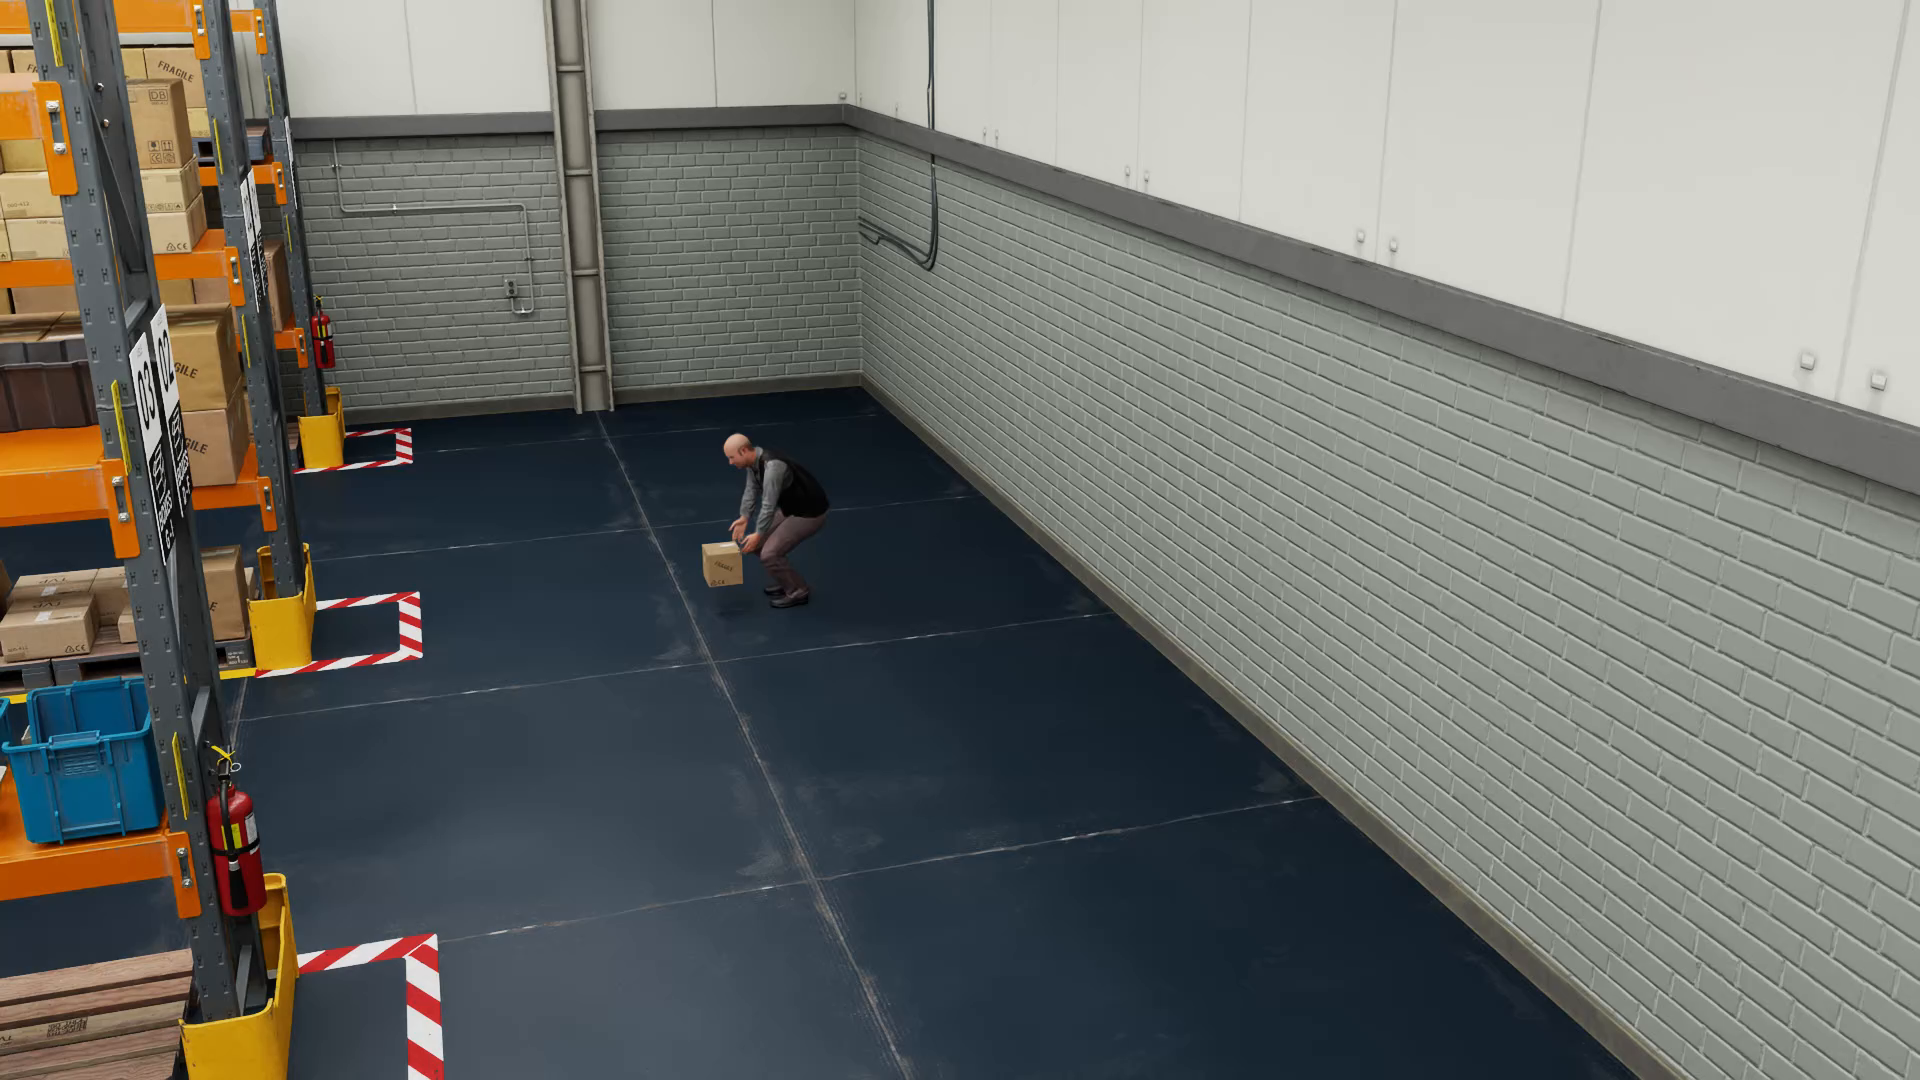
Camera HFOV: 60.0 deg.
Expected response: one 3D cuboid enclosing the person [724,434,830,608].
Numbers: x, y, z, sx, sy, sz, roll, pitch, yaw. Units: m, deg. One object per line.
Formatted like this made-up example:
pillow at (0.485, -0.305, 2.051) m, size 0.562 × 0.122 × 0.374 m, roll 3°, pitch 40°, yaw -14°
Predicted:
person at (-1.334, -0.167, 12.209) m, size 0.754 × 1.318 × 0.590 m, roll -6°, pitch 20°, yaw -17°
